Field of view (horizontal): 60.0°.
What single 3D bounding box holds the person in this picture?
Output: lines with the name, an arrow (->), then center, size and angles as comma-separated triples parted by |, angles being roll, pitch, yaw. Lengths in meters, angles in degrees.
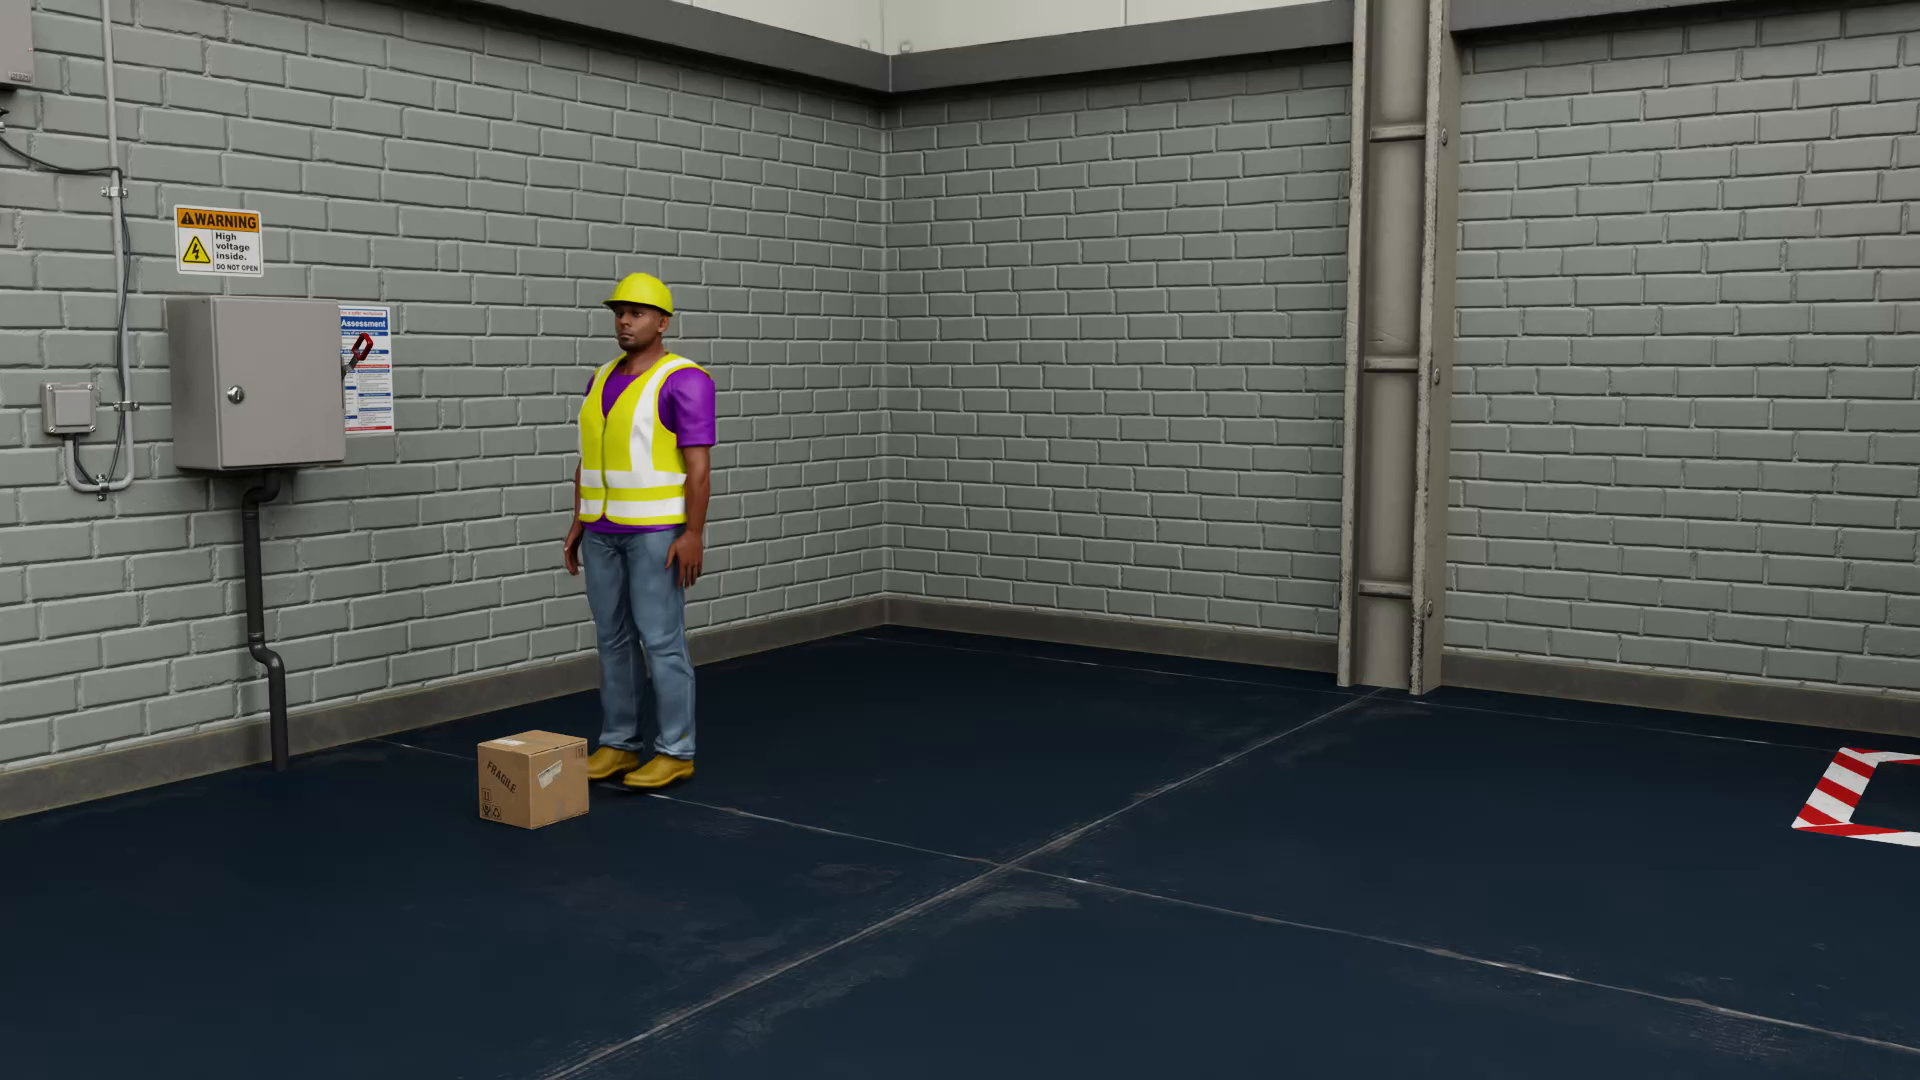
person -> -1.126, -0.038, 5.782 | 0.564, 1.767, 0.391 | 4, 8, 34
